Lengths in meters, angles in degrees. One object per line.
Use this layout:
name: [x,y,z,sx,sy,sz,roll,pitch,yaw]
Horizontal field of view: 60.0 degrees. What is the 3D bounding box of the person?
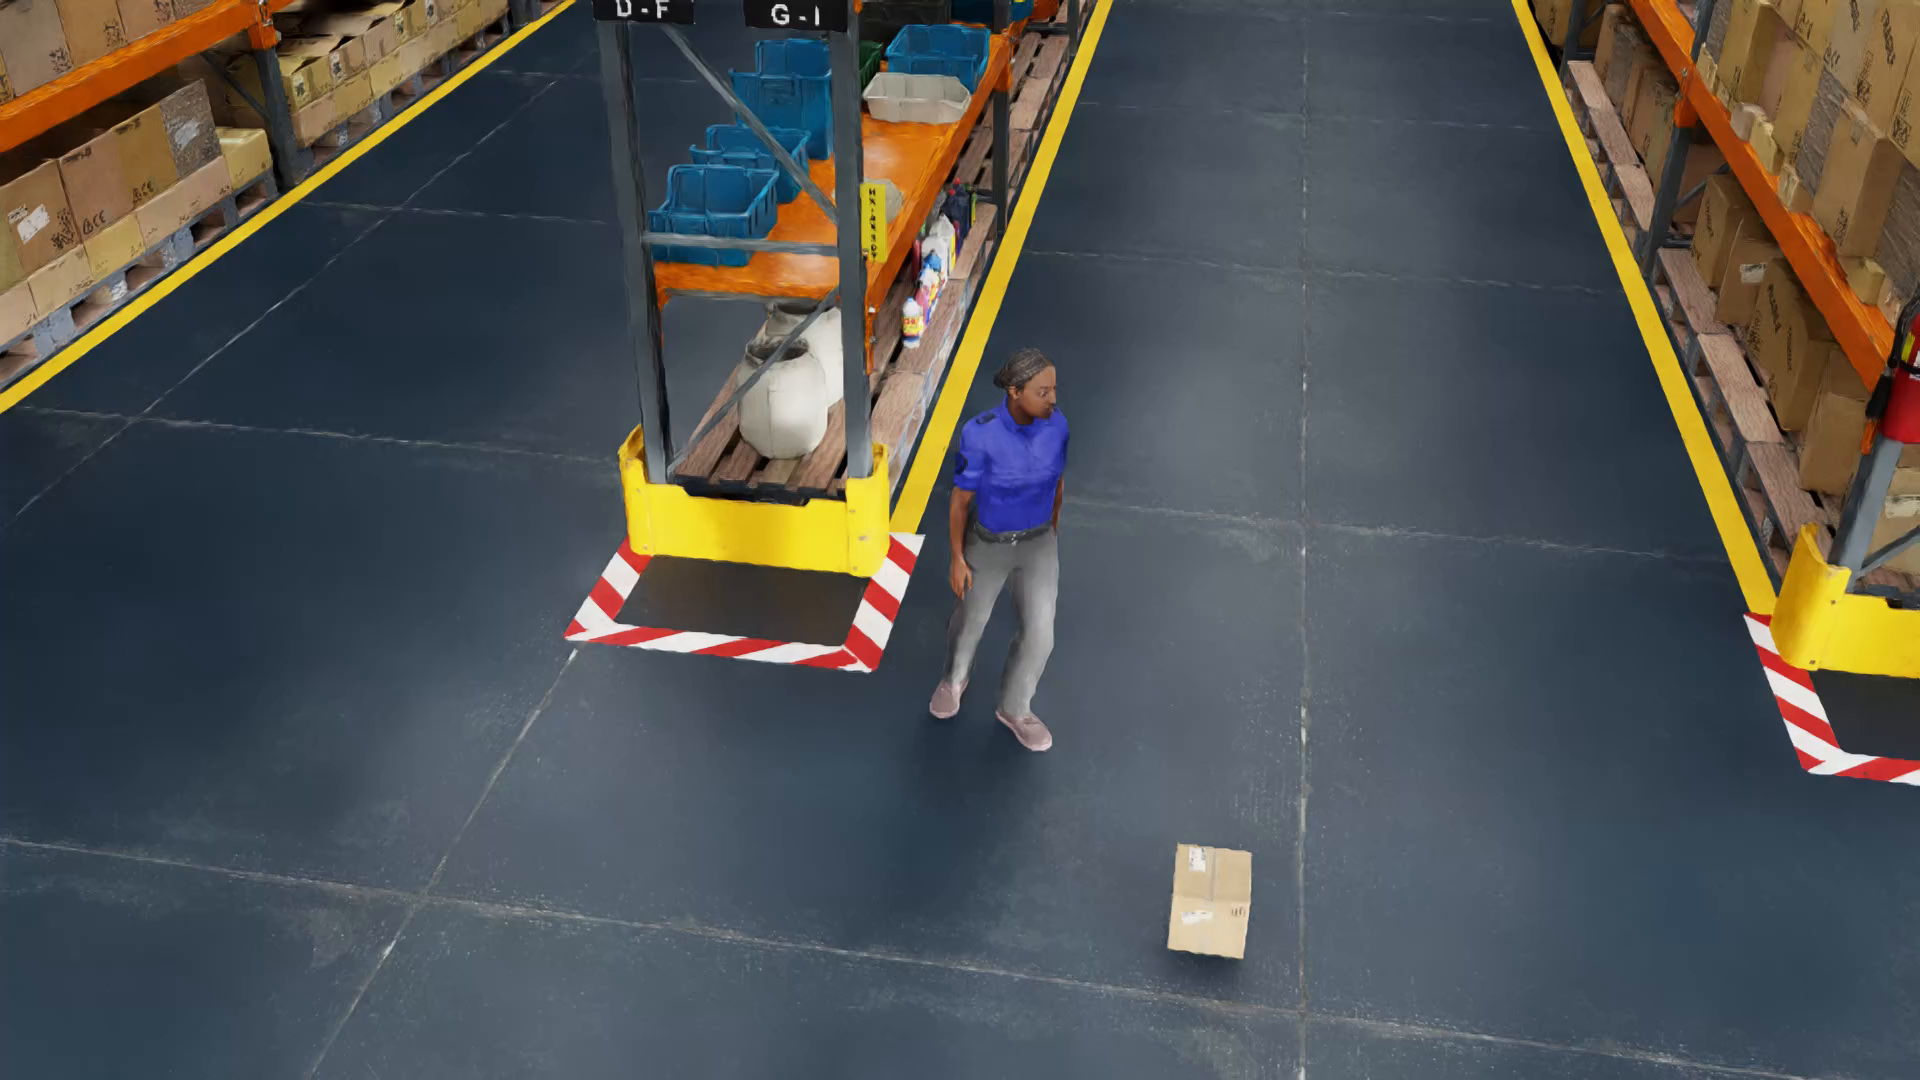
person: [0.145,0.005,6.141,0.498,1.646,0.546,-13,35,-20]
